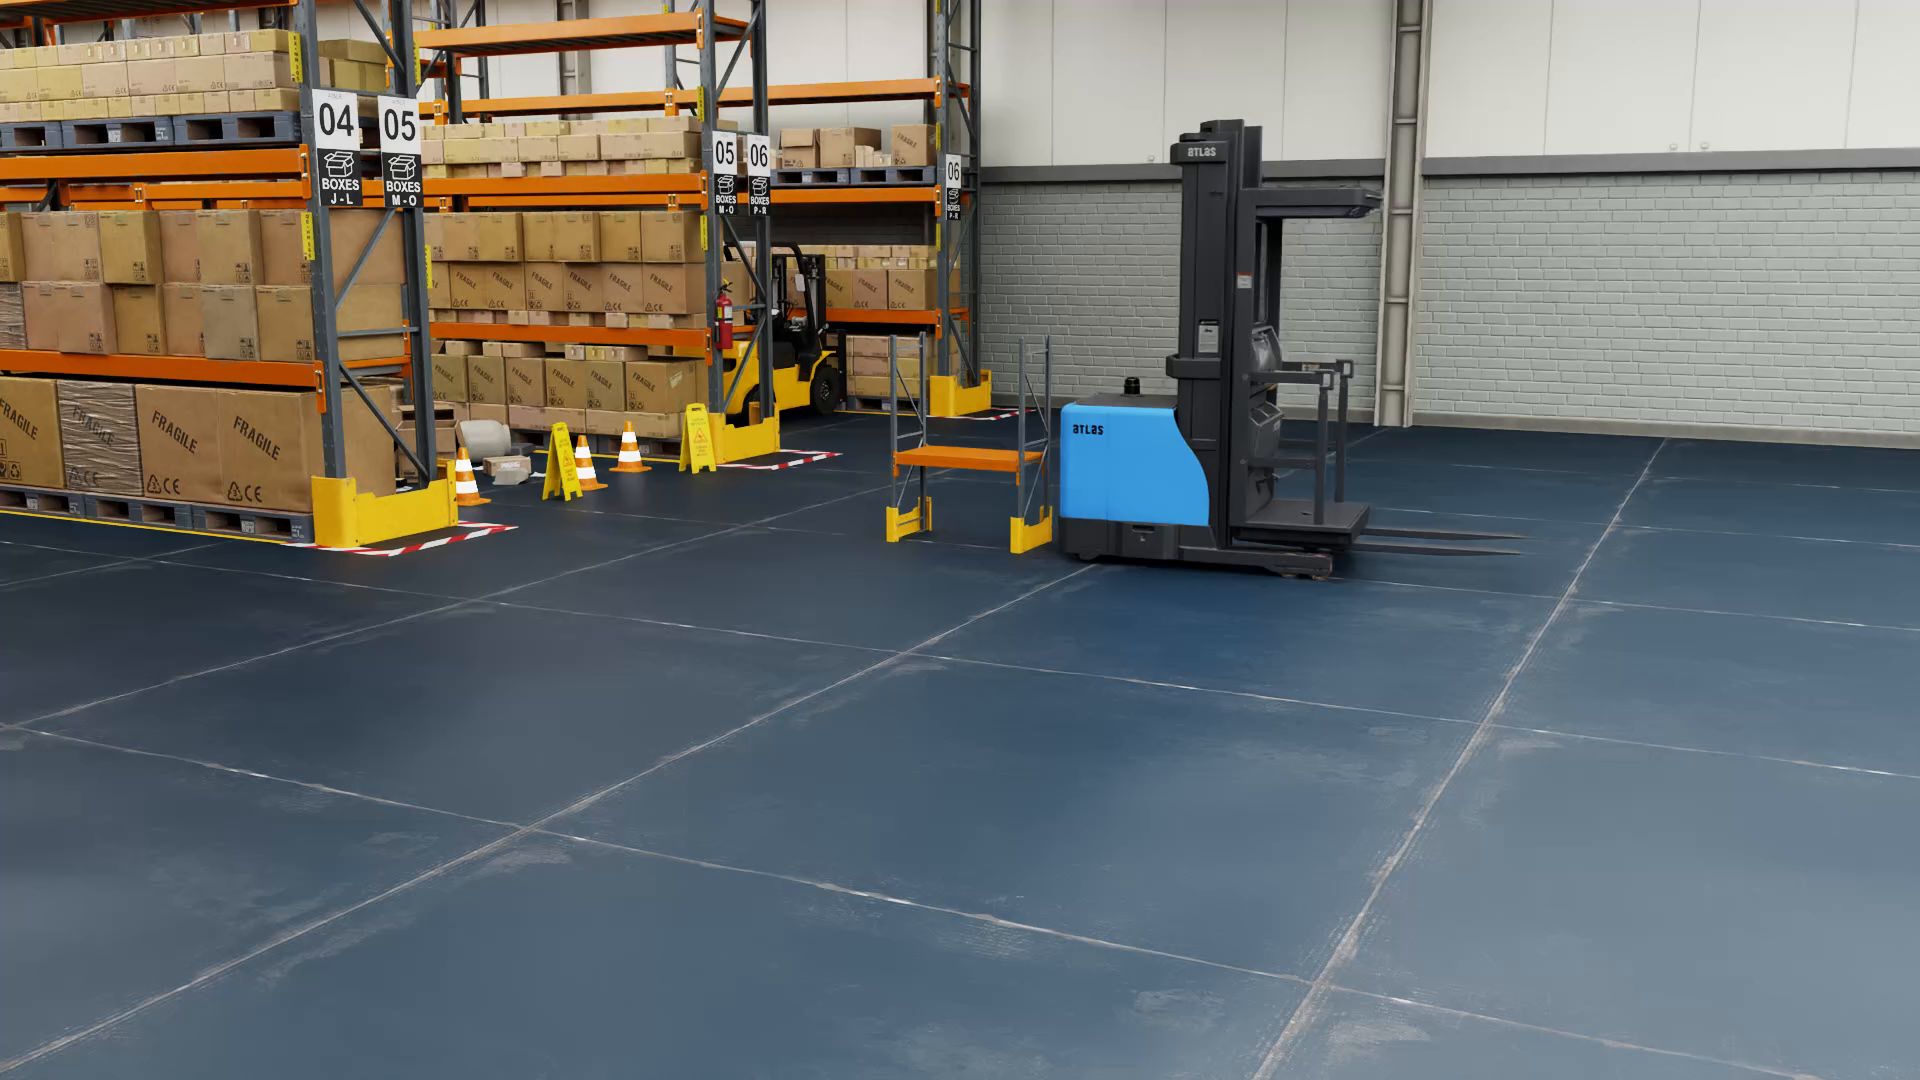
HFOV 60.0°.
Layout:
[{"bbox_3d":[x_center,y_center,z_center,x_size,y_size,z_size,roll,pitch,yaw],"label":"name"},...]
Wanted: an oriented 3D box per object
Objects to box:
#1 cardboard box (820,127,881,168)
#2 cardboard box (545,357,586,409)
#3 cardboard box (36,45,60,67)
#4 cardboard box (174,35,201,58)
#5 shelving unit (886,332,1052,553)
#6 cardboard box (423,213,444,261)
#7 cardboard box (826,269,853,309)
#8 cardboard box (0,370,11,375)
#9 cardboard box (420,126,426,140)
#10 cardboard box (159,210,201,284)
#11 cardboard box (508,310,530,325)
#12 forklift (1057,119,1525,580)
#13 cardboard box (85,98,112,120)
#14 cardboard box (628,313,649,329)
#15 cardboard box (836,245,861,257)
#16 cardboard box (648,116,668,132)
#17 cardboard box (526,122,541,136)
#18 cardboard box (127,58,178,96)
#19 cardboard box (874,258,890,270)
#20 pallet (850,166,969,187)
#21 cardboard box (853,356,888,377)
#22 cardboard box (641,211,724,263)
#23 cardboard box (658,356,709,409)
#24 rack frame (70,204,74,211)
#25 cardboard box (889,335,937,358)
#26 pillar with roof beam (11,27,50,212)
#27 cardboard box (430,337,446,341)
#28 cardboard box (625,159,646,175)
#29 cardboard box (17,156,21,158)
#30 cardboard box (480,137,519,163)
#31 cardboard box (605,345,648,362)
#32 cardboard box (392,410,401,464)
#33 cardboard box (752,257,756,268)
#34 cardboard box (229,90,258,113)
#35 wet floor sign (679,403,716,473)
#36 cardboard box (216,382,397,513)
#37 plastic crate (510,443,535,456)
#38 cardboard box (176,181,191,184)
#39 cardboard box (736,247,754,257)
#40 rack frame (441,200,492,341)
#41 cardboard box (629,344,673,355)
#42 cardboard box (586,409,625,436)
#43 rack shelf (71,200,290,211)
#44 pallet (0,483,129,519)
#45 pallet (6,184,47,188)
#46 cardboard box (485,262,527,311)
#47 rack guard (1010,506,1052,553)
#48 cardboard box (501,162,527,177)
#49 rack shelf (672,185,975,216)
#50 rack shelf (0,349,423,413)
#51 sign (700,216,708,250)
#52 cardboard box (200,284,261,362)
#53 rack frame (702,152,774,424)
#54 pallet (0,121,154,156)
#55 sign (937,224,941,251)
[{"bbox_3d":[-1.388,-4.987,21.199,0.500,0.500,0.700,5,11,26],"label":"cardboard box"},{"bbox_3d":[-3.954,-1.646,17.337,0.500,0.500,0.500,5,11,24],"label":"cardboard box"},{"bbox_3d":[-6.797,-3.675,12.694,0.250,0.149,0.380,5,11,26],"label":"cardboard box"},{"bbox_3d":[-5.439,-3.555,12.034,0.250,0.149,0.380,5,12,27],"label":"cardboard box"},{"bbox_3d":[0.068,-0.732,12.063,1.083,1.500,0.587,5,11,26],"label":"shelving unit"},{"bbox_3d":[-5.490,-3.254,17.862,0.500,0.500,0.700,5,11,25],"label":"cardboard box"},{"bbox_3d":[-1.487,-3.242,21.440,0.500,0.500,0.500,5,11,25],"label":"cardboard box"},{"bbox_3d":[-12.371,-2.391,21.805,0.875,0.875,0.875,5,12,28],"label":"cardboard box"},{"bbox_3d":[-5.651,-4.303,17.628,0.250,0.149,0.380,5,11,25],"label":"cardboard box"},{"bbox_3d":[-5.593,-2.257,12.824,0.550,0.550,0.875,5,11,26],"label":"cardboard box"},{"bbox_3d":[-4.505,-2.333,17.406,0.250,0.149,0.380,5,11,26],"label":"cardboard box"},{"bbox_3d":[2.243,-1.287,11.113,3.031,2.935,1.130,4,11,20],"label":"forklift"},{"bbox_3d":[-6.348,-3.242,12.545,0.250,0.149,0.380,5,11,27],"label":"cardboard box"},{"bbox_3d":[-3.128,-2.218,16.767,0.250,0.149,0.380,5,11,25],"label":"cardboard box"},{"bbox_3d":[-1.378,-3.688,21.246,0.250,0.149,0.380,5,12,27],"label":"cardboard box"},{"bbox_3d":[-2.850,-4.071,16.345,0.250,0.149,0.380,5,12,27],"label":"cardboard box"},{"bbox_3d":[-4.220,-4.194,17.024,0.250,0.149,0.380,5,12,27],"label":"cardboard box"},{"bbox_3d":[-5.762,-3.399,12.293,0.500,0.250,0.500,5,11,25],"label":"cardboard box"},{"bbox_3d":[-0.891,-3.510,21.099,0.250,0.149,0.380,5,12,27],"label":"cardboard box"},{"bbox_3d":[-0.631,-4.606,21.081,1.213,0.211,1.003,5,11,26],"label":"pallet"},{"bbox_3d":[-1.028,-2.243,21.336,0.500,0.250,0.500,5,11,25],"label":"cardboard box"},{"bbox_3d":[-2.756,-3.013,16.533,0.500,0.500,0.700,5,11,24],"label":"cardboard box"},{"bbox_3d":[-2.824,-1.652,17.373,0.500,0.500,0.500,5,11,24],"label":"cardboard box"},{"bbox_3d":[-14.357,-4.374,27.976,0.127,3.000,1.000,5,11,26],"label":"rack frame"},{"bbox_3d":[-0.559,-2.445,21.053,0.500,0.250,0.500,5,12,28],"label":"cardboard box"},{"bbox_3d":[-18.281,-6.995,25.612,0.548,9.000,9.100,5,11,26],"label":"pillar with roof beam"},{"bbox_3d":[-7.738,-3.038,24.612,0.250,0.149,0.380,4,11,23],"label":"cardboard box"},{"bbox_3d":[-3.106,-3.697,16.517,0.250,0.149,0.380,5,12,28],"label":"cardboard box"},{"bbox_3d":[-11.479,-4.682,20.455,0.258,0.266,0.396,6,12,31],"label":"cardboard box"},{"bbox_3d":[-4.605,-4.025,17.210,0.500,0.250,0.500,5,11,26],"label":"cardboard box"},{"bbox_3d":[-3.394,-1.902,16.930,0.250,0.149,0.380,5,12,27],"label":"cardboard box"},{"bbox_3d":[-5.739,-0.965,15.768,0.503,0.637,0.797,5,11,26],"label":"cardboard box"},{"bbox_3d":[-2.524,-3.641,21.825,0.250,0.149,0.380,5,11,25],"label":"cardboard box"},{"bbox_3d":[-4.975,-3.122,11.881,0.250,0.149,0.380,5,11,26],"label":"cardboard box"},{"bbox_3d":[-2.505,-0.976,15.810,0.267,0.644,0.232,-10,14,-43],"label":"wet floor sign"},{"bbox_3d":[-4.938,-0.726,12.604,0.875,0.875,0.875,5,11,26],"label":"cardboard box"},{"bbox_3d":[-4.743,-0.944,17.222,0.583,0.080,0.402,1,10,6],"label":"plastic crate"},{"bbox_3d":[-8.940,-4.288,19.457,0.258,0.266,0.396,5,11,26],"label":"cardboard box"},{"bbox_3d":[-2.748,-3.809,21.917,0.250,0.149,0.380,5,12,27],"label":"cardboard box"},{"bbox_3d":[-7.183,-3.744,24.493,0.127,3.000,1.000,5,11,26],"label":"rack frame"},{"bbox_3d":[-4.069,-2.506,23.142,0.625,0.625,0.875,6,12,28],"label":"cardboard box"},{"bbox_3d":[-3.506,-1.237,17.182,0.500,0.250,0.500,5,11,26],"label":"cardboard box"},{"bbox_3d":[-12.563,-5.339,26.902,4.000,0.370,1.077,5,11,26],"label":"rack shelf"},{"bbox_3d":[-7.241,-0.392,13.805,1.213,0.211,1.003,5,11,26],"label":"pallet"},{"bbox_3d":[-10.981,-4.464,20.578,1.213,0.211,1.003,6,12,28],"label":"pallet"},{"bbox_3d":[-4.612,-2.674,17.468,0.500,0.500,0.500,5,11,25],"label":"cardboard box"},{"bbox_3d":[0.515,-0.078,11.958,0.087,0.250,0.587,5,11,26],"label":"rack guard"},{"bbox_3d":[-4.500,-3.809,17.134,0.250,0.149,0.380,5,11,25],"label":"cardboard box"},{"bbox_3d":[-1.802,-4.393,21.677,4.000,0.370,1.077,5,11,26],"label":"rack shelf"},{"bbox_3d":[-6.095,-1.325,13.150,4.000,0.370,1.077,5,11,26],"label":"rack shelf"},{"bbox_3d":[-2.465,-2.958,16.015,0.005,0.325,0.100,5,11,26],"label":"sign"},{"bbox_3d":[-5.157,-1.657,12.544,0.550,0.550,0.875,5,11,26],"label":"cardboard box"},{"bbox_3d":[-2.201,-2.320,16.628,0.127,3.000,1.000,5,11,26],"label":"rack frame"},{"bbox_3d":[-7.159,-3.203,13.332,1.213,0.211,1.003,5,11,26],"label":"pallet"},{"bbox_3d":[-0.261,-3.714,20.413,0.005,0.325,0.100,5,11,26],"label":"sign"}]
